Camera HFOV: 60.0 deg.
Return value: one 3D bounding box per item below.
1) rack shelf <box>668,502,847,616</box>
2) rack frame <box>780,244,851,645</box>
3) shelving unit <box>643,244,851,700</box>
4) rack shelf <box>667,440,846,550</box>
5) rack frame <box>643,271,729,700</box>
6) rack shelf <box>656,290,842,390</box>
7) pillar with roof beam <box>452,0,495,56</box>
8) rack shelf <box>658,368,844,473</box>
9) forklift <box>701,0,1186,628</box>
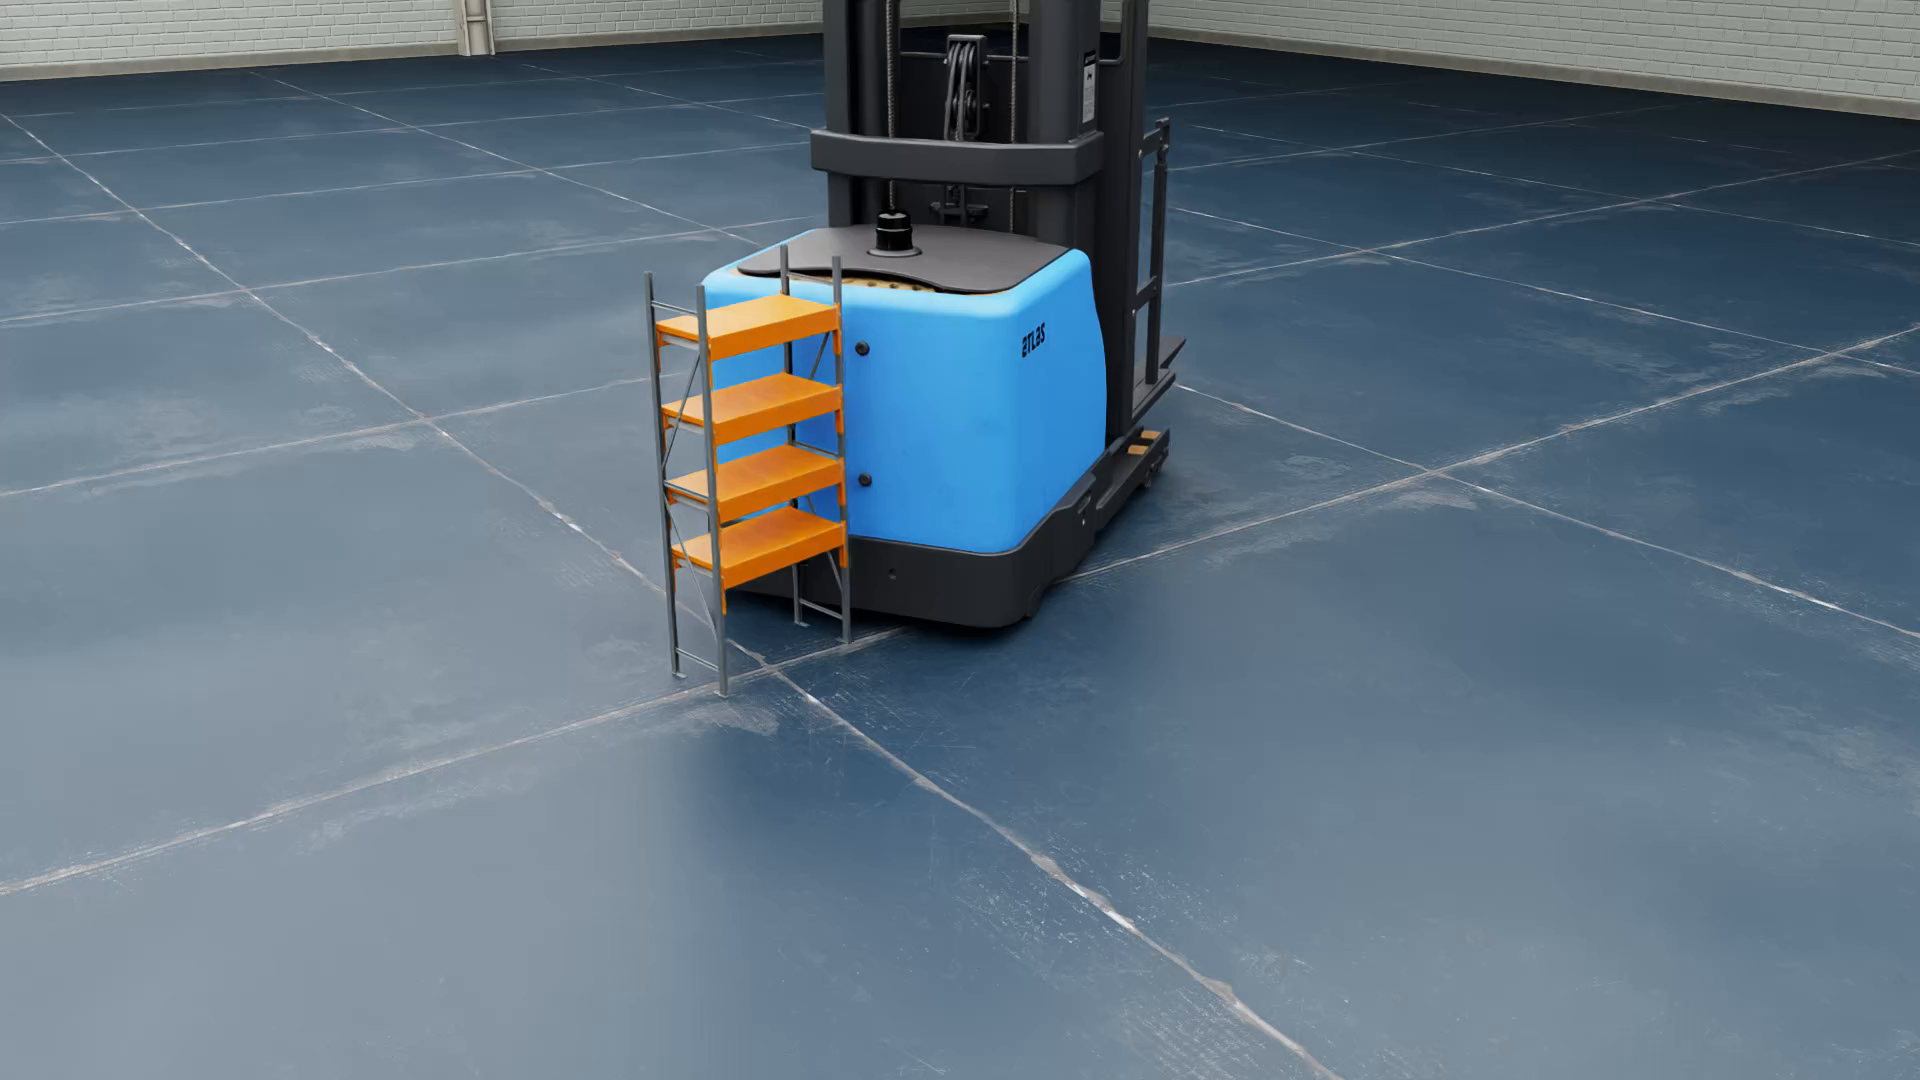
[{"bbox_3d":[-0.591,0.047,4.876,0.258,0.148,0.480,19,28,39],"label":"rack shelf"},{"bbox_3d":[-0.427,-0.266,4.945,0.240,1.200,0.015,19,28,39],"label":"rack frame"},{"bbox_3d":[-0.591,-0.199,4.777,0.258,1.200,0.503,19,28,39],"label":"shelving unit"},{"bbox_3d":[-0.591,-0.137,4.802,0.258,0.148,0.480,19,28,39],"label":"rack shelf"},{"bbox_3d":[-0.756,-0.133,4.610,0.240,1.200,0.015,19,28,39],"label":"rack frame"},{"bbox_3d":[-0.591,-0.564,4.632,0.258,0.148,0.480,19,28,39],"label":"rack shelf"},{"bbox_3d":[-3.881,-9.314,17.096,0.400,9.000,9.100,-15,26,-33],"label":"pillar with roof beam"},{"bbox_3d":[-0.591,-0.345,4.719,0.258,0.148,0.480,19,28,39],"label":"rack shelf"},{"bbox_3d":[0.189,-1.609,5.975,1.130,2.935,3.031,8,23,19],"label":"forklift"}]
